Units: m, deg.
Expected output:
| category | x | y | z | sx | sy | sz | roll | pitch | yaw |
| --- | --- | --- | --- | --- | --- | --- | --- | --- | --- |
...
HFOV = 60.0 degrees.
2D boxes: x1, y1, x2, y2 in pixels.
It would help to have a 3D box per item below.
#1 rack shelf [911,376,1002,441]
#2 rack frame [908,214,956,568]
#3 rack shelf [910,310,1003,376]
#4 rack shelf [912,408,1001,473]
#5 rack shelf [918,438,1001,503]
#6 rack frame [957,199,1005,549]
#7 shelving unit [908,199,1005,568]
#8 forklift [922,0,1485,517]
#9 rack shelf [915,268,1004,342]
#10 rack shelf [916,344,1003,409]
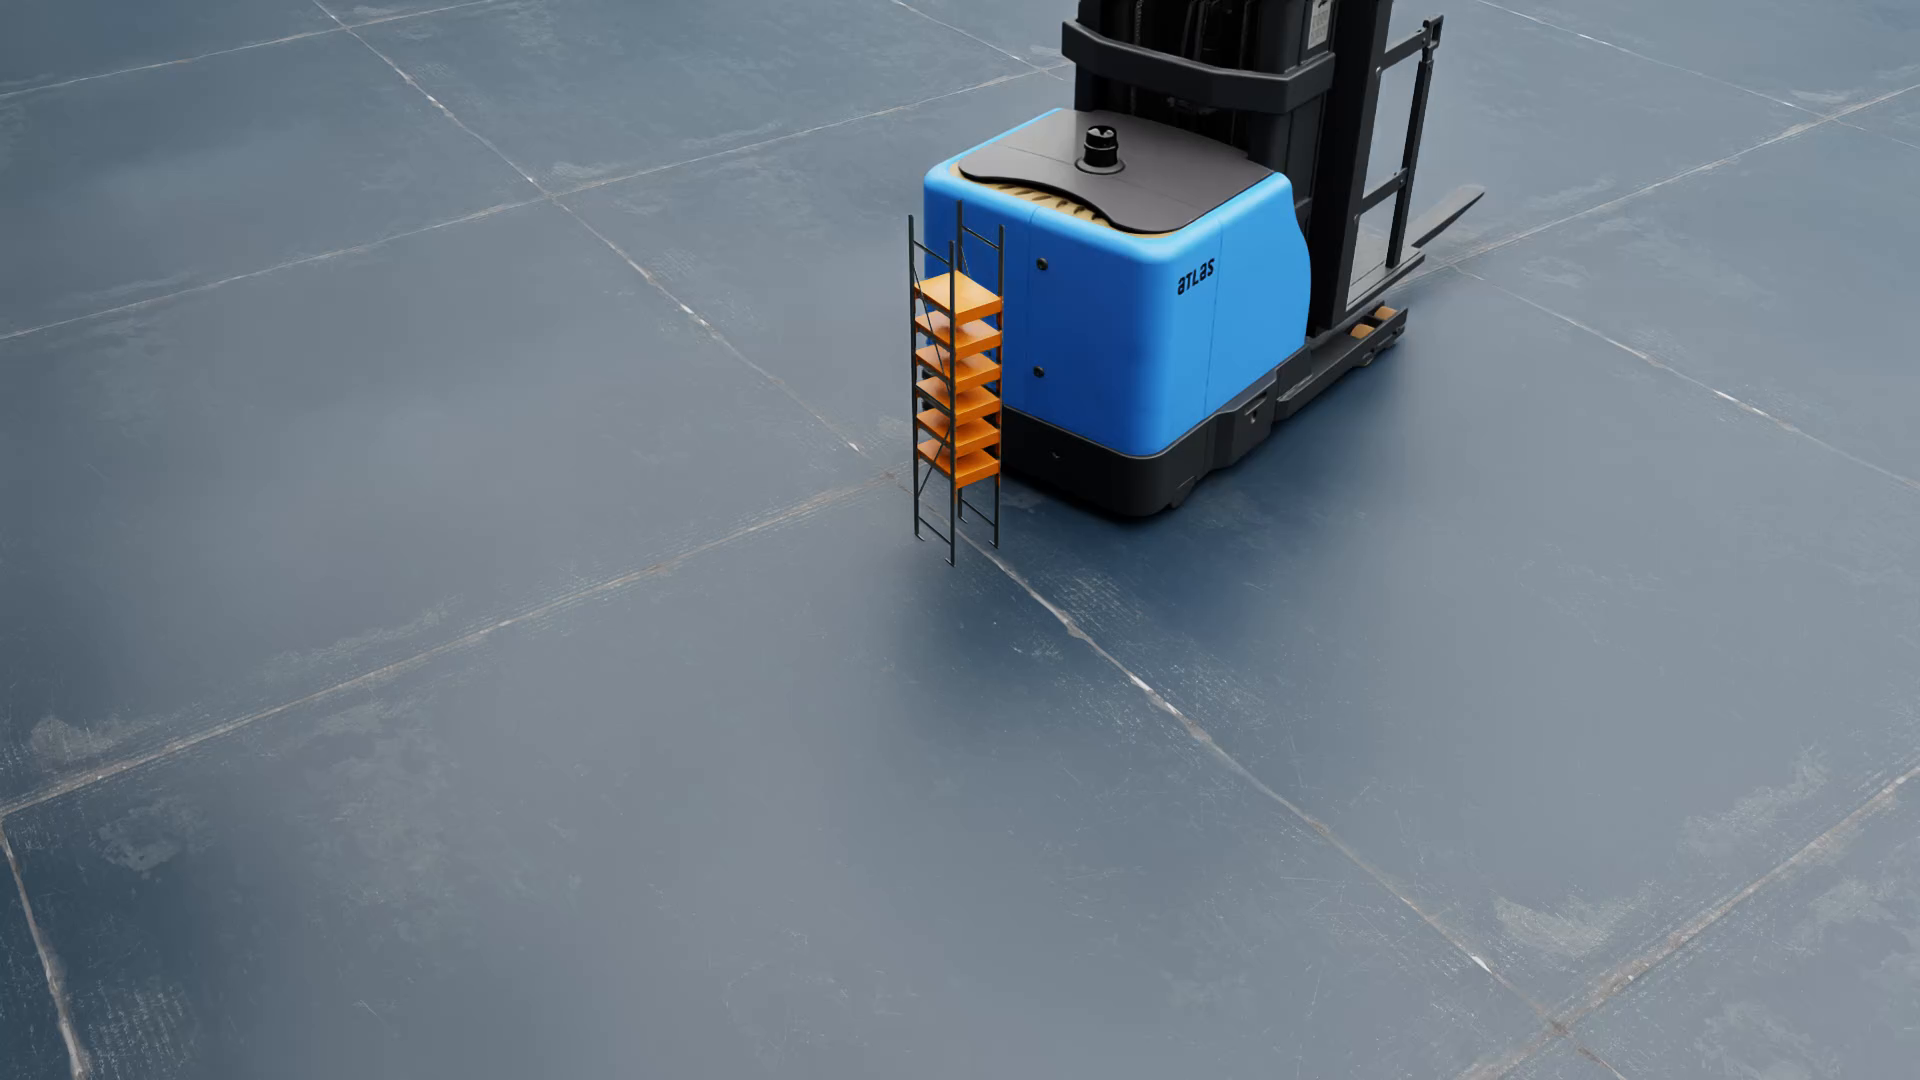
| category | x | y | z | sx | sy | sz | roll | pitch | yaw |
| --- | --- | --- | --- | --- | --- | --- | --- | --- | --- |
| rack shelf | -0.012 | -0.446 | 5.419 | 0.180 | 0.103 | 0.258 | -22 | 41 | -28 |
| rack frame | -0.087 | -0.451 | 5.350 | 0.006 | 1.200 | 0.240 | -22 | 41 | -28 |
| rack shelf | -0.012 | -0.641 | 5.279 | 0.180 | 0.103 | 0.258 | -22 | 41 | -28 |
| rack shelf | -0.012 | -0.349 | 5.489 | 0.180 | 0.103 | 0.258 | -22 | 41 | -28 |
| rack shelf | -0.012 | -0.251 | 5.559 | 0.180 | 0.103 | 0.258 | -22 | 41 | -28 |
| rack frame | 0.063 | -0.513 | 5.436 | 0.006 | 1.200 | 0.240 | -22 | 41 | -28 |
| shelving unit | -0.012 | -0.482 | 5.393 | 0.189 | 1.200 | 0.258 | -22 | 41 | -28 |
| forklift | 1.183 | -2.062 | 6.107 | 1.130 | 2.935 | 3.031 | 26 | 43 | 31 |
| rack shelf | -0.012 | -0.738 | 5.209 | 0.180 | 0.103 | 0.258 | -22 | 41 | -28 |
| rack shelf | -0.012 | -0.544 | 5.349 | 0.180 | 0.103 | 0.258 | -22 | 41 | -28 |
